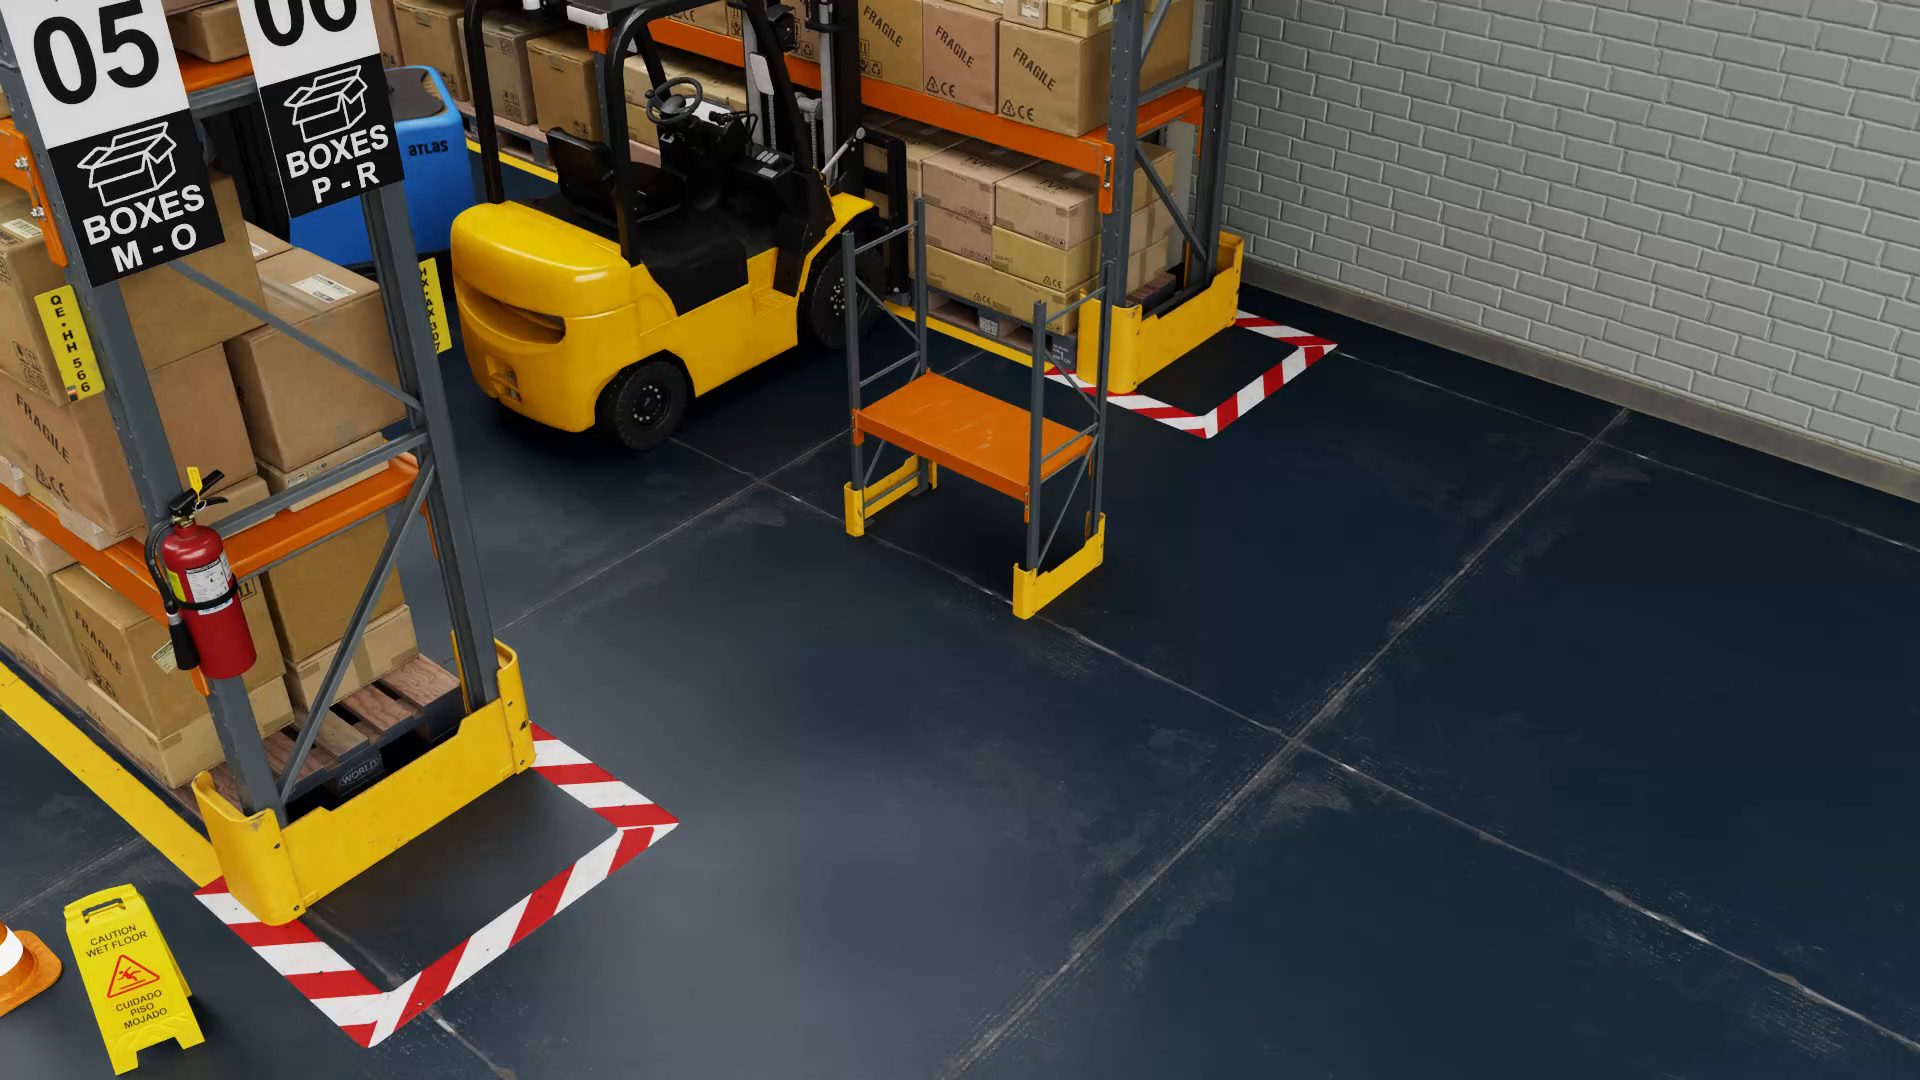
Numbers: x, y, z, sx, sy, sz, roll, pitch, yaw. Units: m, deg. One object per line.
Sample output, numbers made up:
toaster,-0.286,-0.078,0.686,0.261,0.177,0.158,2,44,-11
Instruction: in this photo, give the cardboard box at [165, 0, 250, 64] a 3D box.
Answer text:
cardboard box,-2.127,-1.560,4.944,0.250,0.149,0.380,25,42,32

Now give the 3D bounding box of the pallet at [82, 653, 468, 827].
pallet,-2.740,0.647,6.621,1.213,0.211,1.003,25,42,32

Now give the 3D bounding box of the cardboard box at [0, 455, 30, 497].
cardboard box,-3.171,-0.330,5.803,0.250,0.149,0.380,26,42,33

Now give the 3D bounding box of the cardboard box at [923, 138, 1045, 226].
cardboard box,0.143,-1.992,9.175,0.500,0.250,0.500,26,42,33

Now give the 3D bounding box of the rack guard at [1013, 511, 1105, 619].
rack guard,0.441,0.105,7.376,0.087,0.250,0.587,25,42,32

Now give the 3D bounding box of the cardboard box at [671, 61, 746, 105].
cardboard box,-1.424,-2.726,10.244,0.500,0.250,0.500,25,42,32

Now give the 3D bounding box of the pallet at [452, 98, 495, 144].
pallet,-3.514,-3.317,12.394,1.213,0.211,1.003,25,42,32

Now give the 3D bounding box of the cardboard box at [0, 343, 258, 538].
cardboard box,-2.674,-0.406,5.340,0.500,0.500,0.500,24,41,31

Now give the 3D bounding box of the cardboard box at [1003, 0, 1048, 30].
cardboard box,0.432,-2.718,8.397,0.250,0.149,0.380,26,42,33

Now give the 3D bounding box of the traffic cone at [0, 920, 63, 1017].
traffic cone,-3.236,1.286,5.469,0.334,0.463,0.336,25,42,32

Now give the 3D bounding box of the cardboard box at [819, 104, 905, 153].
cardboard box,-0.636,-2.357,9.707,0.500,0.250,0.500,24,41,31

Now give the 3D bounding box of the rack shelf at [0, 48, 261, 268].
rack shelf,-3.617,-1.830,5.750,4.000,0.370,1.077,25,42,32

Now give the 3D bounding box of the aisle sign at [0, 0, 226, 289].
aisle sign,-2.218,-1.088,4.389,0.004,0.787,0.394,25,42,32

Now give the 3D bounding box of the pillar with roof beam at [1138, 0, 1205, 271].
pillar with roof beam,-1.620,-3.571,5.000,0.400,9.000,9.100,25,42,32

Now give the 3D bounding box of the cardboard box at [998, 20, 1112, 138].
cardboard box,0.547,-2.431,8.552,0.500,0.500,0.500,24,41,31

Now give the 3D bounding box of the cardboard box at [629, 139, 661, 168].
cardboard box,-1.821,-2.495,10.792,0.500,0.250,0.500,26,42,32

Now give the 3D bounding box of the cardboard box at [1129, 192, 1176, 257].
cardboard box,0.864,-1.833,9.385,0.500,0.250,0.500,26,42,33

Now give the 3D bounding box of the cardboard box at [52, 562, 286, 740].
cardboard box,-2.863,0.309,6.046,0.500,0.500,0.500,26,42,32

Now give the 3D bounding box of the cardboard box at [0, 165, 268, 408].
cardboard box,-2.612,-0.831,5.077,0.500,0.500,0.700,24,41,31

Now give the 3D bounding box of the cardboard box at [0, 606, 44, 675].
cardboard box,-3.672,0.241,6.807,0.500,0.250,0.500,24,41,30

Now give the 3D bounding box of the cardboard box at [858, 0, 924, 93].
cardboard box,-0.240,-2.809,9.102,0.500,0.500,0.500,24,41,31

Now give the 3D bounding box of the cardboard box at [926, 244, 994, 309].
cardboard box,0.154,-1.583,9.463,0.500,0.250,0.500,25,42,32

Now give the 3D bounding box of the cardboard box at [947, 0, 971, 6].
cardboard box,0.088,-2.933,8.711,0.250,0.149,0.380,25,42,32

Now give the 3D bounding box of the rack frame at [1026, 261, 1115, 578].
rack frame,0.456,-0.403,7.012,0.032,1.500,0.500,25,42,32

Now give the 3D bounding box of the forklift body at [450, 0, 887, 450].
forklift body,-1.532,-1.869,8.572,1.214,2.155,2.313,25,42,32

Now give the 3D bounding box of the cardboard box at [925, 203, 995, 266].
cardboard box,0.140,-1.799,9.336,0.500,0.250,0.500,25,42,31

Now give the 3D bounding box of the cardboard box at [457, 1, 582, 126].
cardboard box,-2.981,-3.438,11.833,0.625,0.625,0.875,25,42,31

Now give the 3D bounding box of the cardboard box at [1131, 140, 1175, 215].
cardboard box,0.845,-2.034,9.237,0.500,0.250,0.500,25,41,31

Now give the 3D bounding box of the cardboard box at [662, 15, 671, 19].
cardboard box,-1.807,-3.542,10.170,0.500,0.500,0.500,24,41,31

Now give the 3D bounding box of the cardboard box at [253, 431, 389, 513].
cardboard box,-2.209,-0.275,5.722,0.250,0.149,0.380,25,42,32

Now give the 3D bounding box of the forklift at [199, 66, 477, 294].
forklift,-4.363,-2.625,8.983,3.031,2.935,1.130,-14,37,-19

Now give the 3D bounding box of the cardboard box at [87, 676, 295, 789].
cardboard box,-2.892,0.611,6.269,0.500,0.250,0.500,25,42,32

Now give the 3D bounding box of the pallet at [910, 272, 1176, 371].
pallet,0.478,-1.436,9.654,1.213,0.211,1.003,25,42,32

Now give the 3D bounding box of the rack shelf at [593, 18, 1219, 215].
rack shelf,-0.444,-2.754,9.746,4.000,0.370,1.077,25,42,32

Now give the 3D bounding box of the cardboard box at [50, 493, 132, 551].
cardboard box,-2.770,-0.148,5.537,0.250,0.149,0.380,25,42,31

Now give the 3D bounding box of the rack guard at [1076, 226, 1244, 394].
rack guard,1.111,-1.287,9.183,0.348,0.500,1.175,25,42,32

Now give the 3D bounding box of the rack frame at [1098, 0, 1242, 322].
rack frame,1.093,-2.326,8.488,0.127,3.000,1.000,25,42,32

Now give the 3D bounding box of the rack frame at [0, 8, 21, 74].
rack frame,-2.080,-2.638,3.643,0.127,3.000,1.000,25,42,32

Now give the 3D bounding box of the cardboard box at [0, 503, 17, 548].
cardboard box,-3.379,-0.154,6.148,0.250,0.149,0.380,26,42,33

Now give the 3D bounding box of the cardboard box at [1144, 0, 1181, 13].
cardboard box,0.998,-2.871,8.619,0.250,0.149,0.380,24,41,31

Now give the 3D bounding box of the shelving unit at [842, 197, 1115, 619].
shelving unit,0.059,-0.591,7.285,1.083,1.500,0.587,25,42,32

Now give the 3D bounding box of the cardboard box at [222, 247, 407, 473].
cardboard box,-2.267,-0.621,5.654,0.500,0.500,0.500,25,41,31

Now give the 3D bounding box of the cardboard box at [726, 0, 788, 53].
cardboard box,-1.007,-3.178,9.639,0.500,0.500,0.500,25,42,31

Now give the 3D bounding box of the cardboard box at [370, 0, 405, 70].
cardboard box,-4.078,-3.953,12.583,0.625,0.625,0.875,27,43,33

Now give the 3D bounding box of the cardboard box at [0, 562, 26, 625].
cardboard box,-3.649,-0.064,6.589,0.500,0.500,0.500,24,41,31

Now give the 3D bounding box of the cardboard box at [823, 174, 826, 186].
cardboard box,-0.652,-2.159,9.861,0.500,0.250,0.500,25,42,32

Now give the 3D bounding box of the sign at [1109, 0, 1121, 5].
sign,0.735,-2.670,7.756,0.005,0.325,0.100,25,42,32

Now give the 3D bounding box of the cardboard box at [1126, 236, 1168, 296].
cardboard box,0.841,-1.629,9.530,0.500,0.250,0.500,25,42,32
